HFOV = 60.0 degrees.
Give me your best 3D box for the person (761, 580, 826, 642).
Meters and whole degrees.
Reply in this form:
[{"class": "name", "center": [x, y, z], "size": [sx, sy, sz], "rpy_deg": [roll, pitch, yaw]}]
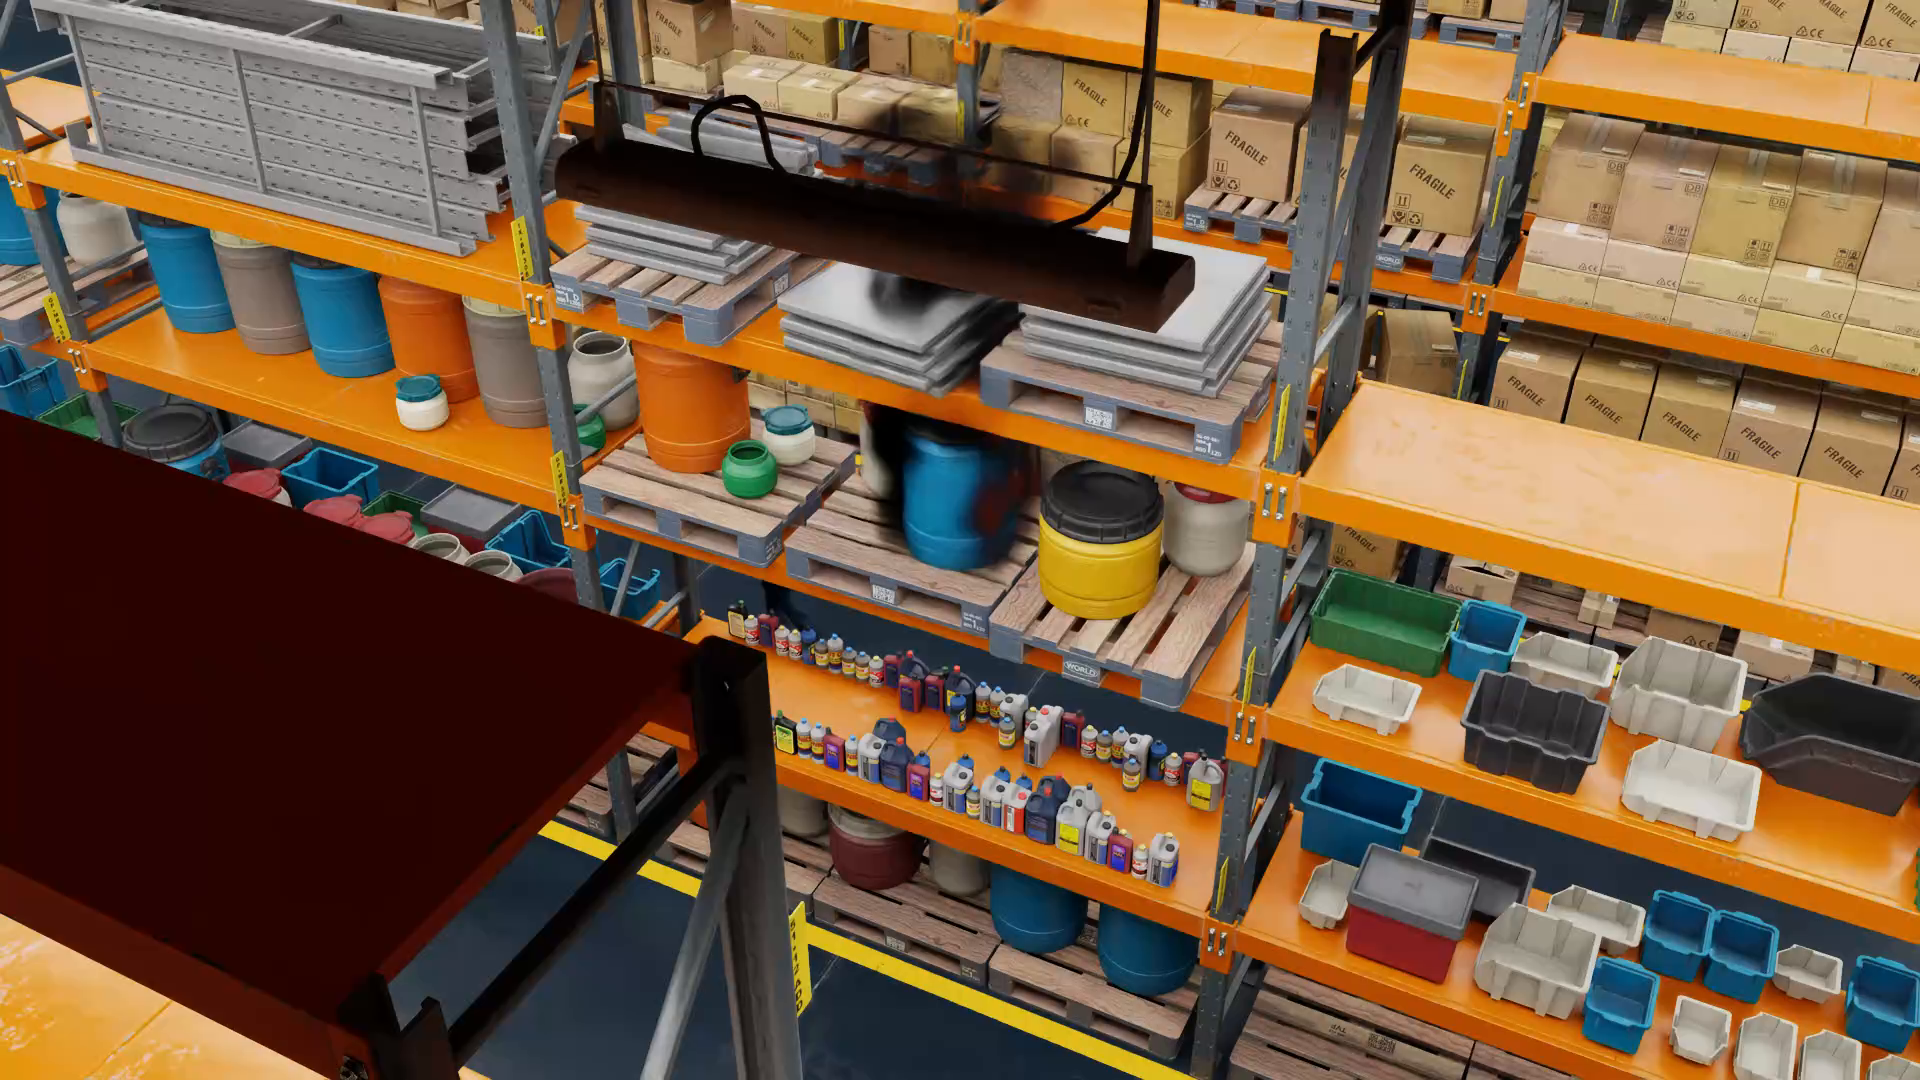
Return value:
[{"class": "person", "center": [-1.301, 0.169, 12.223], "size": [0.722, 1.628, 0.526], "rpy_deg": [16, 38, 22]}]
